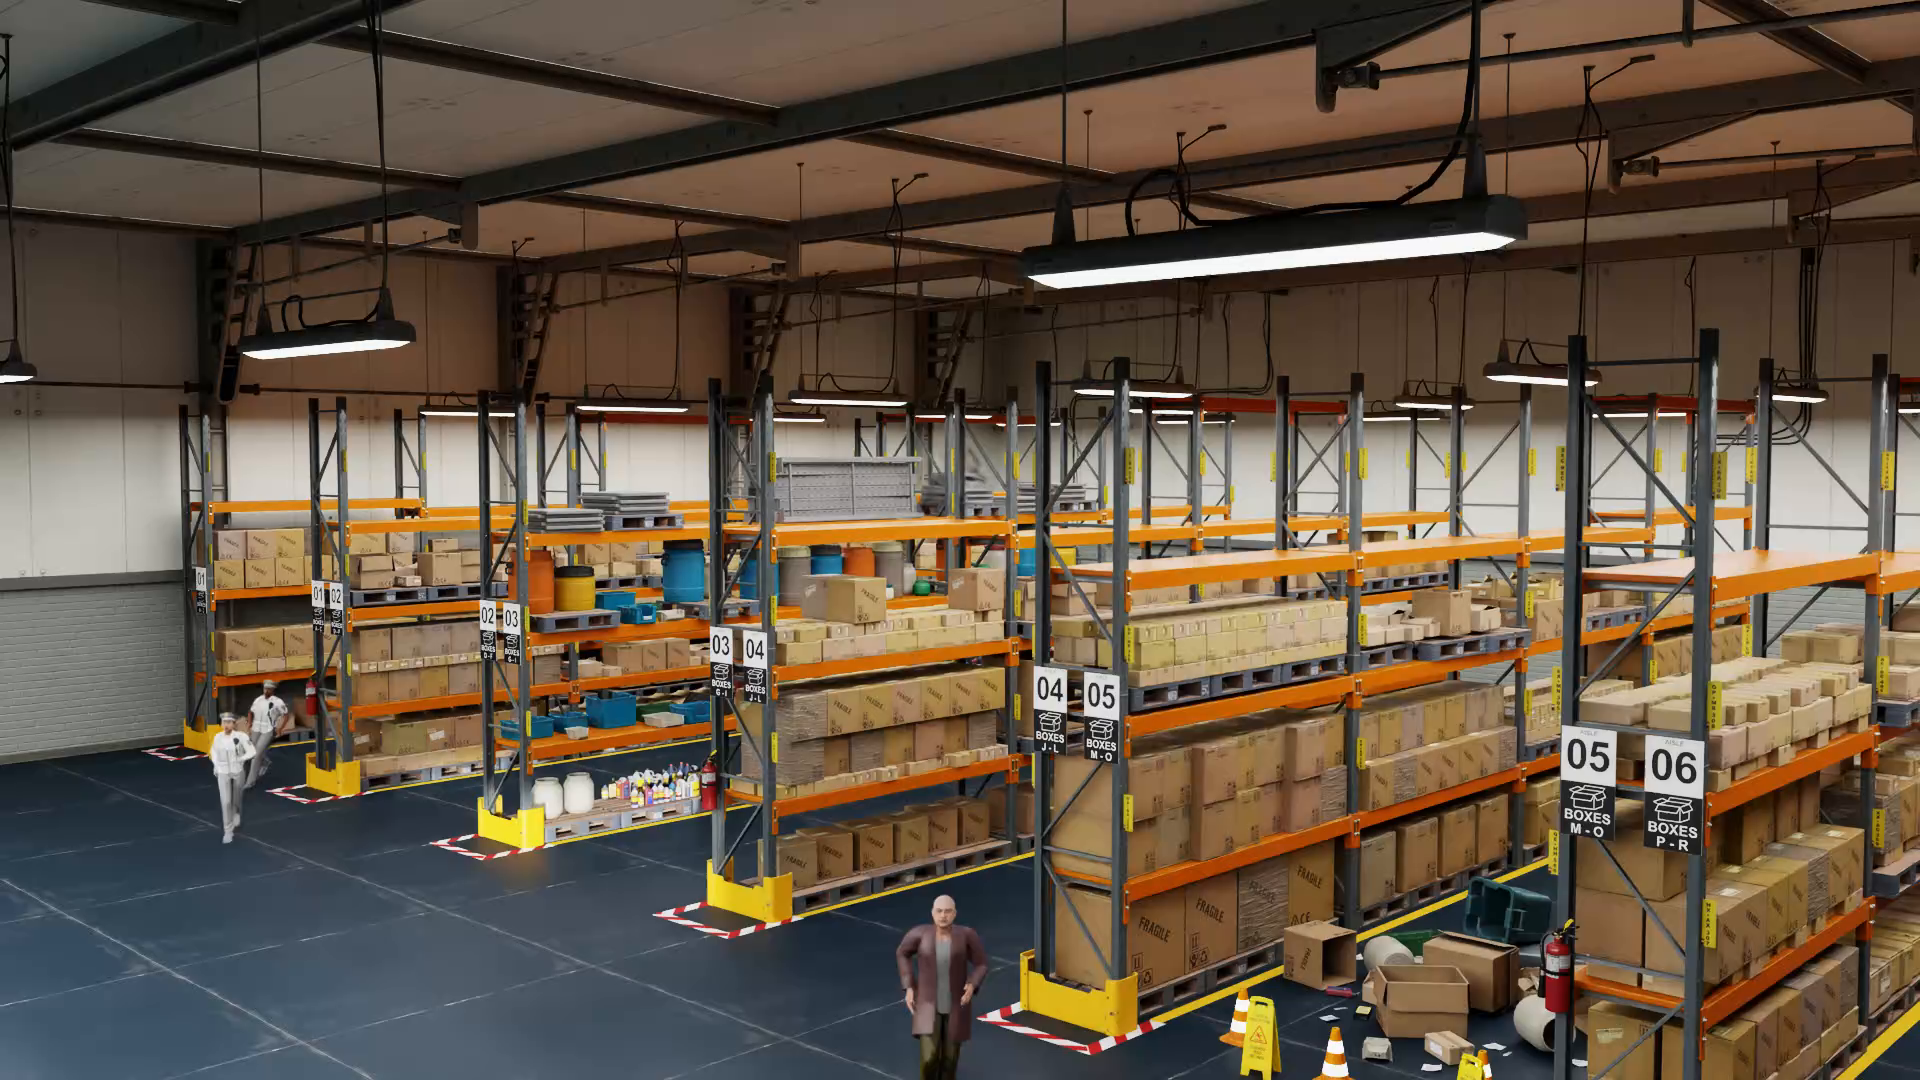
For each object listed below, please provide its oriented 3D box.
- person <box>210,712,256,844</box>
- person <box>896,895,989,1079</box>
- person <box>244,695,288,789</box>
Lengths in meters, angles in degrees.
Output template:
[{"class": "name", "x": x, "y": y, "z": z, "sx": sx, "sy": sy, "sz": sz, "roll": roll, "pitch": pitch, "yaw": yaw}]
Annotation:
[{"class": "person", "x": -9.763, "y": 3.145, "z": 22.331, "sx": 0.603, "sy": 1.711, "sz": 0.860, "roll": -1, "pitch": 3, "yaw": -15}, {"class": "person", "x": -0.125, "y": 3.609, "z": 12.801, "sx": 0.714, "sy": 1.752, "sz": 0.678, "roll": 0, "pitch": 3, "yaw": -4}, {"class": "person", "x": -10.778, "y": 3.099, "z": 25.818, "sx": 0.619, "sy": 1.405, "sz": 0.828, "roll": 0, "pitch": 3, "yaw": 8}]
